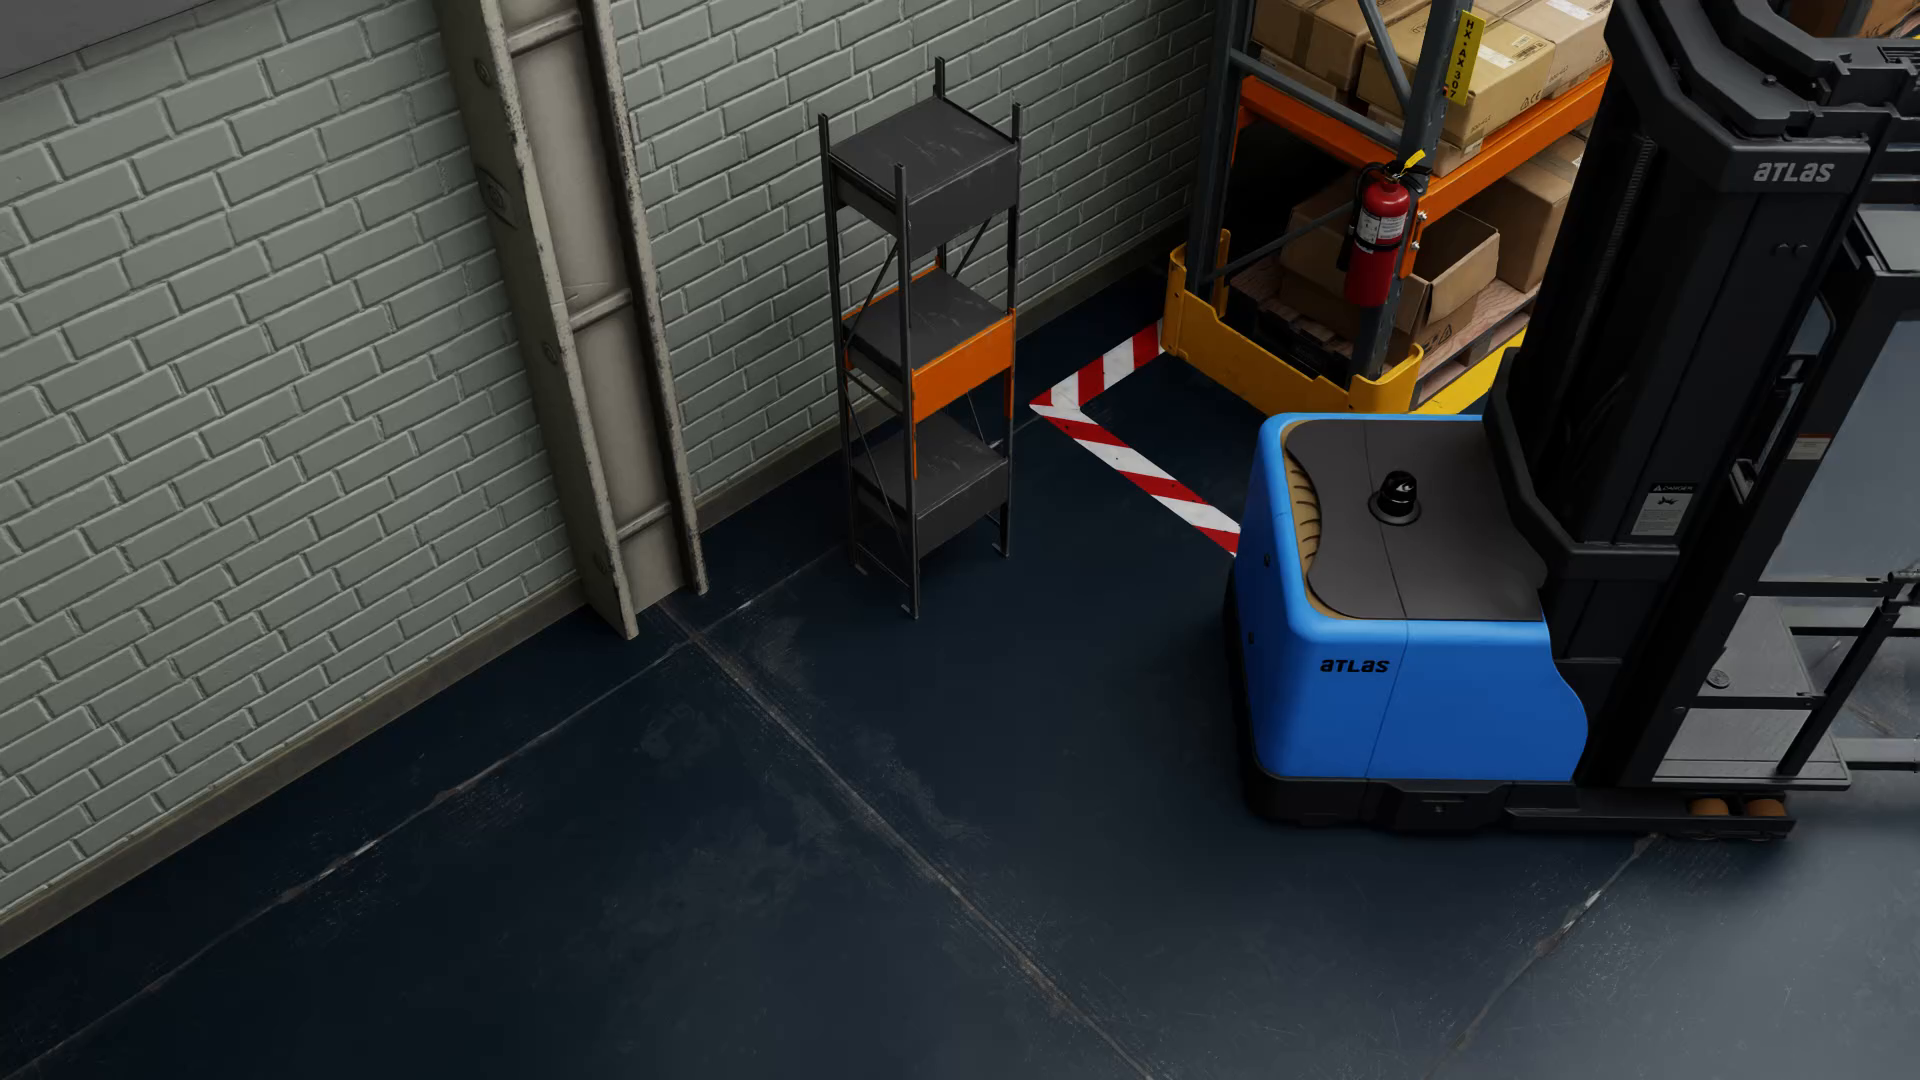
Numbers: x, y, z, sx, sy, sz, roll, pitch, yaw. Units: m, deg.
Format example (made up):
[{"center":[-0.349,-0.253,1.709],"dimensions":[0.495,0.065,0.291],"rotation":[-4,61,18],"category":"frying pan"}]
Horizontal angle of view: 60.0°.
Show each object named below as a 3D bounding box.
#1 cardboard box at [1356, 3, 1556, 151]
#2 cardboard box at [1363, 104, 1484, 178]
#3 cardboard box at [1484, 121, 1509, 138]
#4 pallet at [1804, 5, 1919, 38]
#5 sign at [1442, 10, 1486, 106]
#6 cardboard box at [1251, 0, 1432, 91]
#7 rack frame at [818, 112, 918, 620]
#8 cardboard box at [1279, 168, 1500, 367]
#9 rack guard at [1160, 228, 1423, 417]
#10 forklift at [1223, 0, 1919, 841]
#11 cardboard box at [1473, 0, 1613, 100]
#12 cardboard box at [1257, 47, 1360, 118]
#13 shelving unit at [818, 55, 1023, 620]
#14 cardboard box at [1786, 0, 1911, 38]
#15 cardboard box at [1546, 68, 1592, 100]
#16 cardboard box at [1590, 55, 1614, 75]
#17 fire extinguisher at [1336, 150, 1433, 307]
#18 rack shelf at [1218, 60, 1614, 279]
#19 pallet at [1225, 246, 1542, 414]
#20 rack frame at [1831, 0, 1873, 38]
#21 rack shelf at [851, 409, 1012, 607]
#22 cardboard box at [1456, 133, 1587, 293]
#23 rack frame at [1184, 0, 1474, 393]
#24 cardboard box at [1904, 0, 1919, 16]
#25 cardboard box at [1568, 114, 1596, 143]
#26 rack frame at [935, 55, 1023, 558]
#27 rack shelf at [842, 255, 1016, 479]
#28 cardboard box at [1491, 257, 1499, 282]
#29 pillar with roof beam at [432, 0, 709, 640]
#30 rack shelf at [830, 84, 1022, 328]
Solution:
[{"center":[1.873,-1.778,6.303],"dimensions":[0.500,0.250,0.500],"rotation":[-33,56,-27],"category":"cardboard box"},{"center":[1.784,-1.579,6.390],"dimensions":[0.250,0.149,0.380],"rotation":[-34,56,-27],"category":"cardboard box"},{"center":[1.941,-1.730,6.529],"dimensions":[0.250,0.149,0.380],"rotation":[-32,55,-26],"category":"cardboard box"},{"center":[4.892,-3.105,9.525],"dimensions":[1.213,0.211,1.003],"rotation":[-34,56,-27],"category":"pallet"},{"center":[1.721,-1.649,5.695],"dimensions":[0.005,0.325,0.100],"rotation":[-34,56,-27],"category":"sign"},{"center":[1.518,-2.072,6.574],"dimensions":[0.500,0.250,0.500],"rotation":[-32,55,-26],"category":"cardboard box"},{"center":[-0.303,-0.510,5.845],"dimensions":[0.015,2.100,0.400],"rotation":[-34,56,-27],"category":"rack frame"},{"center":[1.873,-1.197,7.280],"dimensions":[0.637,0.503,0.797],"rotation":[-36,57,-28],"category":"cardboard box"},{"center":[1.412,-0.840,7.239],"dimensions":[0.348,0.500,1.175],"rotation":[-34,56,-27],"category":"rack guard"},{"center":[2.526,-0.337,5.120],"dimensions":[3.031,2.935,1.130],"rotation":[1,47,1],"category":"forklift"},{"center":[2.246,-2.028,6.533],"dimensions":[0.500,0.250,0.500],"rotation":[-33,55,-27],"category":"cardboard box"},{"center":[1.421,-1.875,6.663],"dimensions":[0.250,0.149,0.380],"rotation":[-34,56,-28],"category":"cardboard box"},{"center":[-0.122,-0.630,5.956],"dimensions":[0.503,2.100,0.431],"rotation":[-34,56,-27],"category":"shelving unit"},{"center":[4.825,-3.040,8.982],"dimensions":[0.500,0.500,0.500],"rotation":[-31,55,-26],"category":"cardboard box"},{"center":[2.340,-1.970,6.751],"dimensions":[0.250,0.149,0.380],"rotation":[-32,55,-26],"category":"cardboard box"},{"center":[2.533,-2.104,6.875],"dimensions":[0.250,0.149,0.380],"rotation":[-33,55,-27],"category":"cardboard box"},{"center":[1.558,-1.174,6.152],"dimensions":[0.183,0.674,0.296],"rotation":[-34,56,-27],"category":"fire extinguisher"},{"center":[2.836,-2.395,7.462],"dimensions":[4.000,0.370,1.077],"rotation":[-34,56,-27],"category":"rack shelf"},{"center":[2.002,-1.137,7.709],"dimensions":[1.213,0.211,1.003],"rotation":[-34,56,-27],"category":"pallet"},{"center":[4.316,-3.628,8.110],"dimensions":[0.127,3.000,1.000],"rotation":[-34,56,-27],"category":"rack frame"},{"center":[-0.122,-0.146,6.481],"dimensions":[0.480,0.518,0.431],"rotation":[-34,56,-27],"category":"rack shelf"},{"center":[2.531,-1.598,7.651],"dimensions":[0.500,0.500,0.700],"rotation":[-32,55,-26],"category":"cardboard box"},{"center":[1.356,-1.651,6.285],"dimensions":[0.127,3.000,1.000],"rotation":[-34,56,-27],"category":"rack frame"},{"center":[5.212,-3.308,9.230],"dimensions":[0.500,0.500,0.500],"rotation":[-34,56,-28],"category":"cardboard box"},{"center":[2.990,-1.805,7.842],"dimensions":[0.500,0.500,0.500],"rotation":[-33,55,-27],"category":"cardboard box"},{"center":[0.058,-0.751,6.067],"dimensions":[0.015,2.100,0.400],"rotation":[-34,56,-27],"category":"rack frame"},{"center":[-0.122,-0.621,5.966],"dimensions":[0.480,0.518,0.431],"rotation":[-34,56,-27],"category":"rack shelf"},{"center":[2.213,-1.266,7.584],"dimensions":[0.250,0.149,0.380],"rotation":[-36,57,-28],"category":"cardboard box"},{"center":[1.651,-0.501,1.143],"dimensions":[0.400,9.000,9.100],"rotation":[-34,56,-27],"category":"pillar with roof beam"},{"center":[-0.122,-1.096,5.452],"dimensions":[0.480,0.518,0.431],"rotation":[-34,56,-27],"category":"rack shelf"}]
